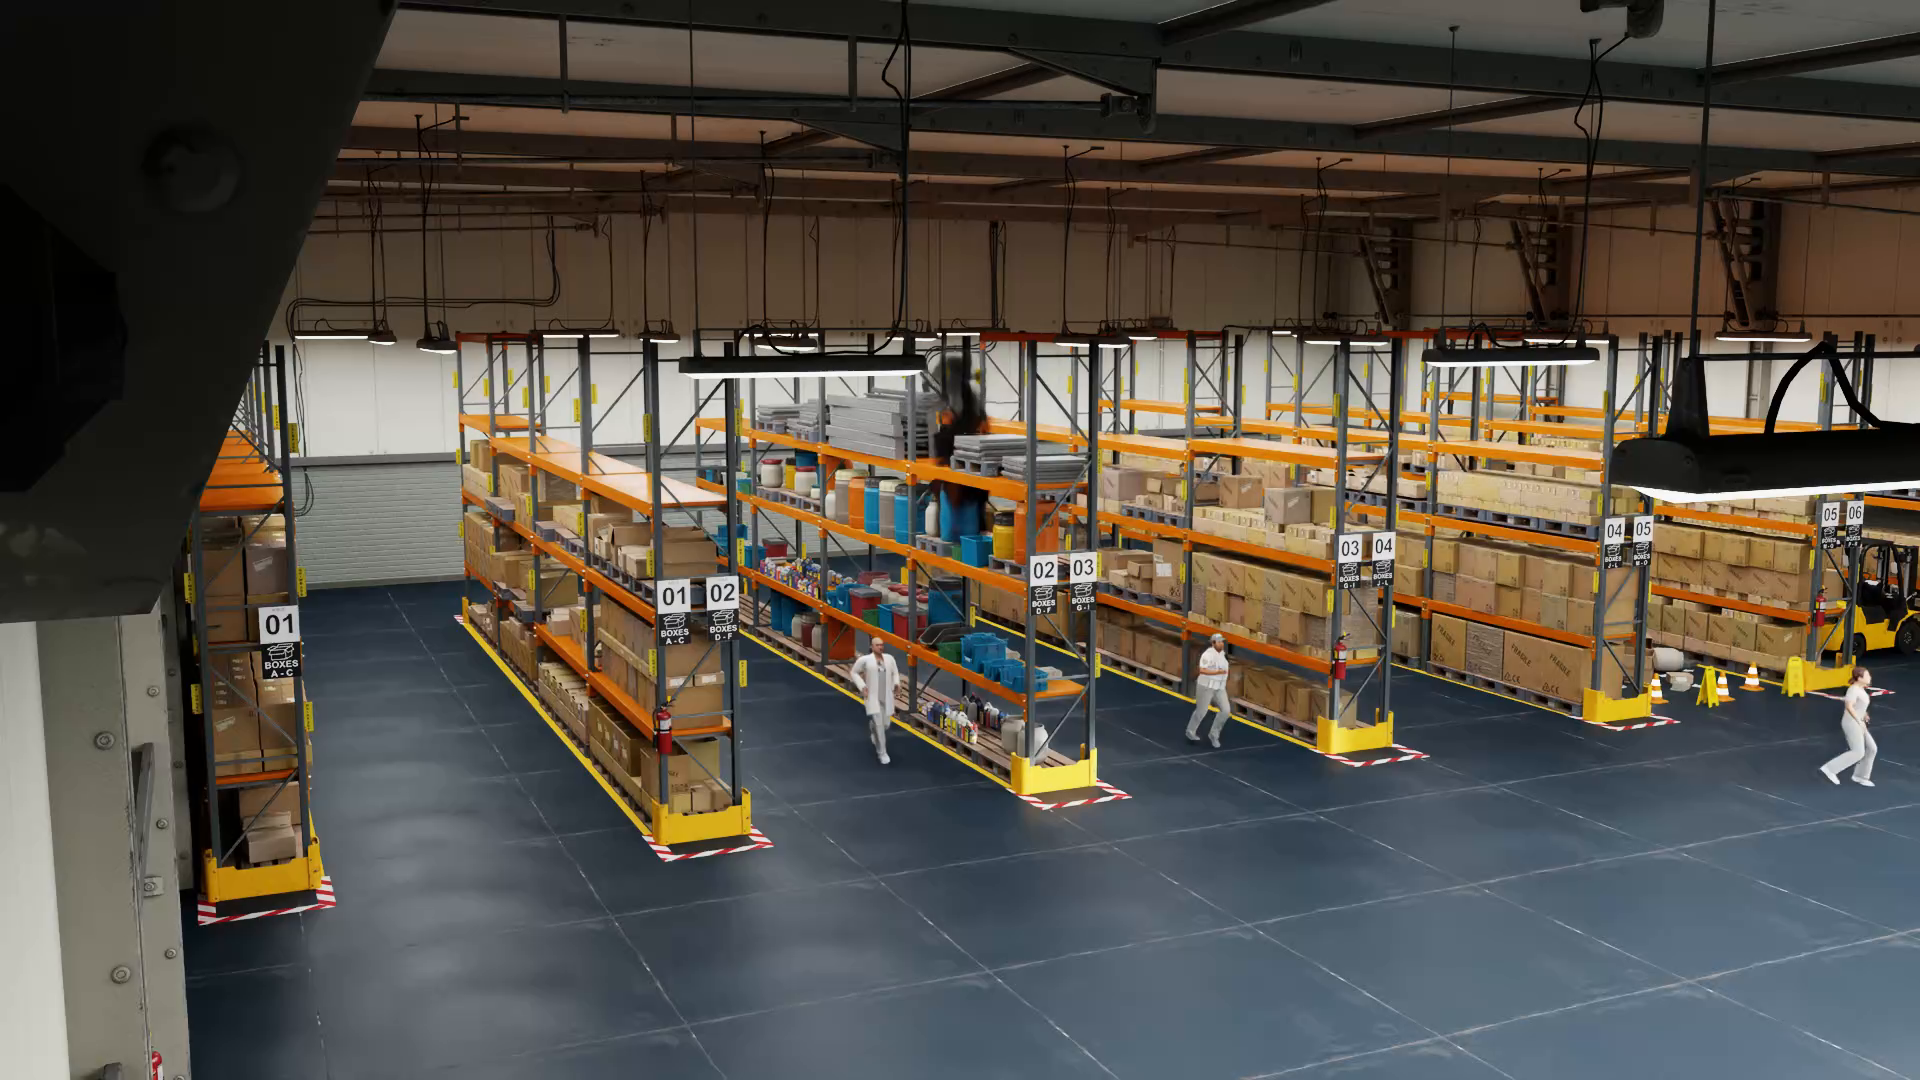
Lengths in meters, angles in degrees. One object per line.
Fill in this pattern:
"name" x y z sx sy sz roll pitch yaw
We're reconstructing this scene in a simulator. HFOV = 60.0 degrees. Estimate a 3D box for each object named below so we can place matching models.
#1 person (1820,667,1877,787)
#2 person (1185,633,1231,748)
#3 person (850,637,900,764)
"person" 12.033 2.534 22.434 0.677 1.667 0.783 4 9 28
"person" 3.740 2.224 24.610 0.603 1.721 0.713 -6 10 -36
"person" -1.184 2.271 23.849 0.711 1.765 0.807 -3 8 -23
